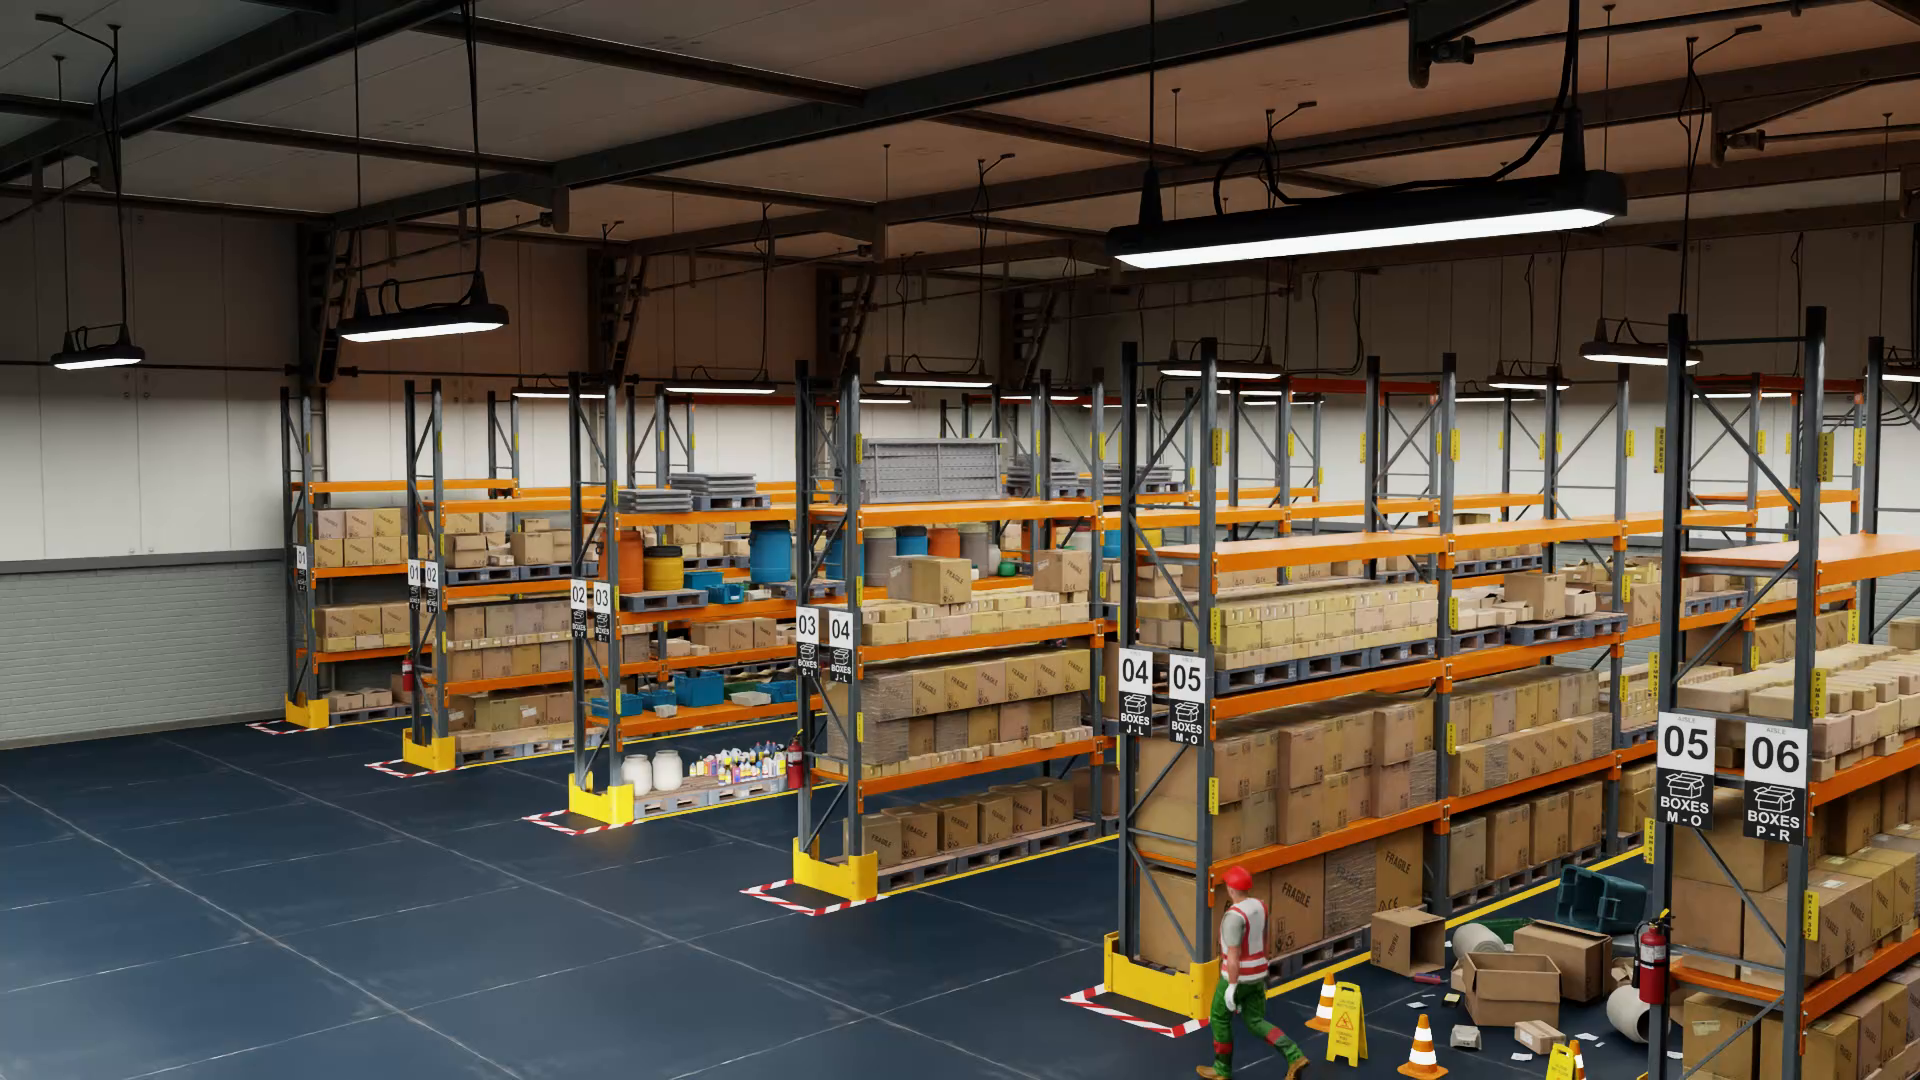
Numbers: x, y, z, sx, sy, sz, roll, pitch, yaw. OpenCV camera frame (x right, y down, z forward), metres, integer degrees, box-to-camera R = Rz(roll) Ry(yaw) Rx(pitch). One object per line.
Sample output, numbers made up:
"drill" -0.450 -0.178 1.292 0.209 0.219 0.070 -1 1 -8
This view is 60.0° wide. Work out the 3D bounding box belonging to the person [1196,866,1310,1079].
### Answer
"person" 2.295 3.445 13.066 0.921 1.758 0.602 3 5 39
